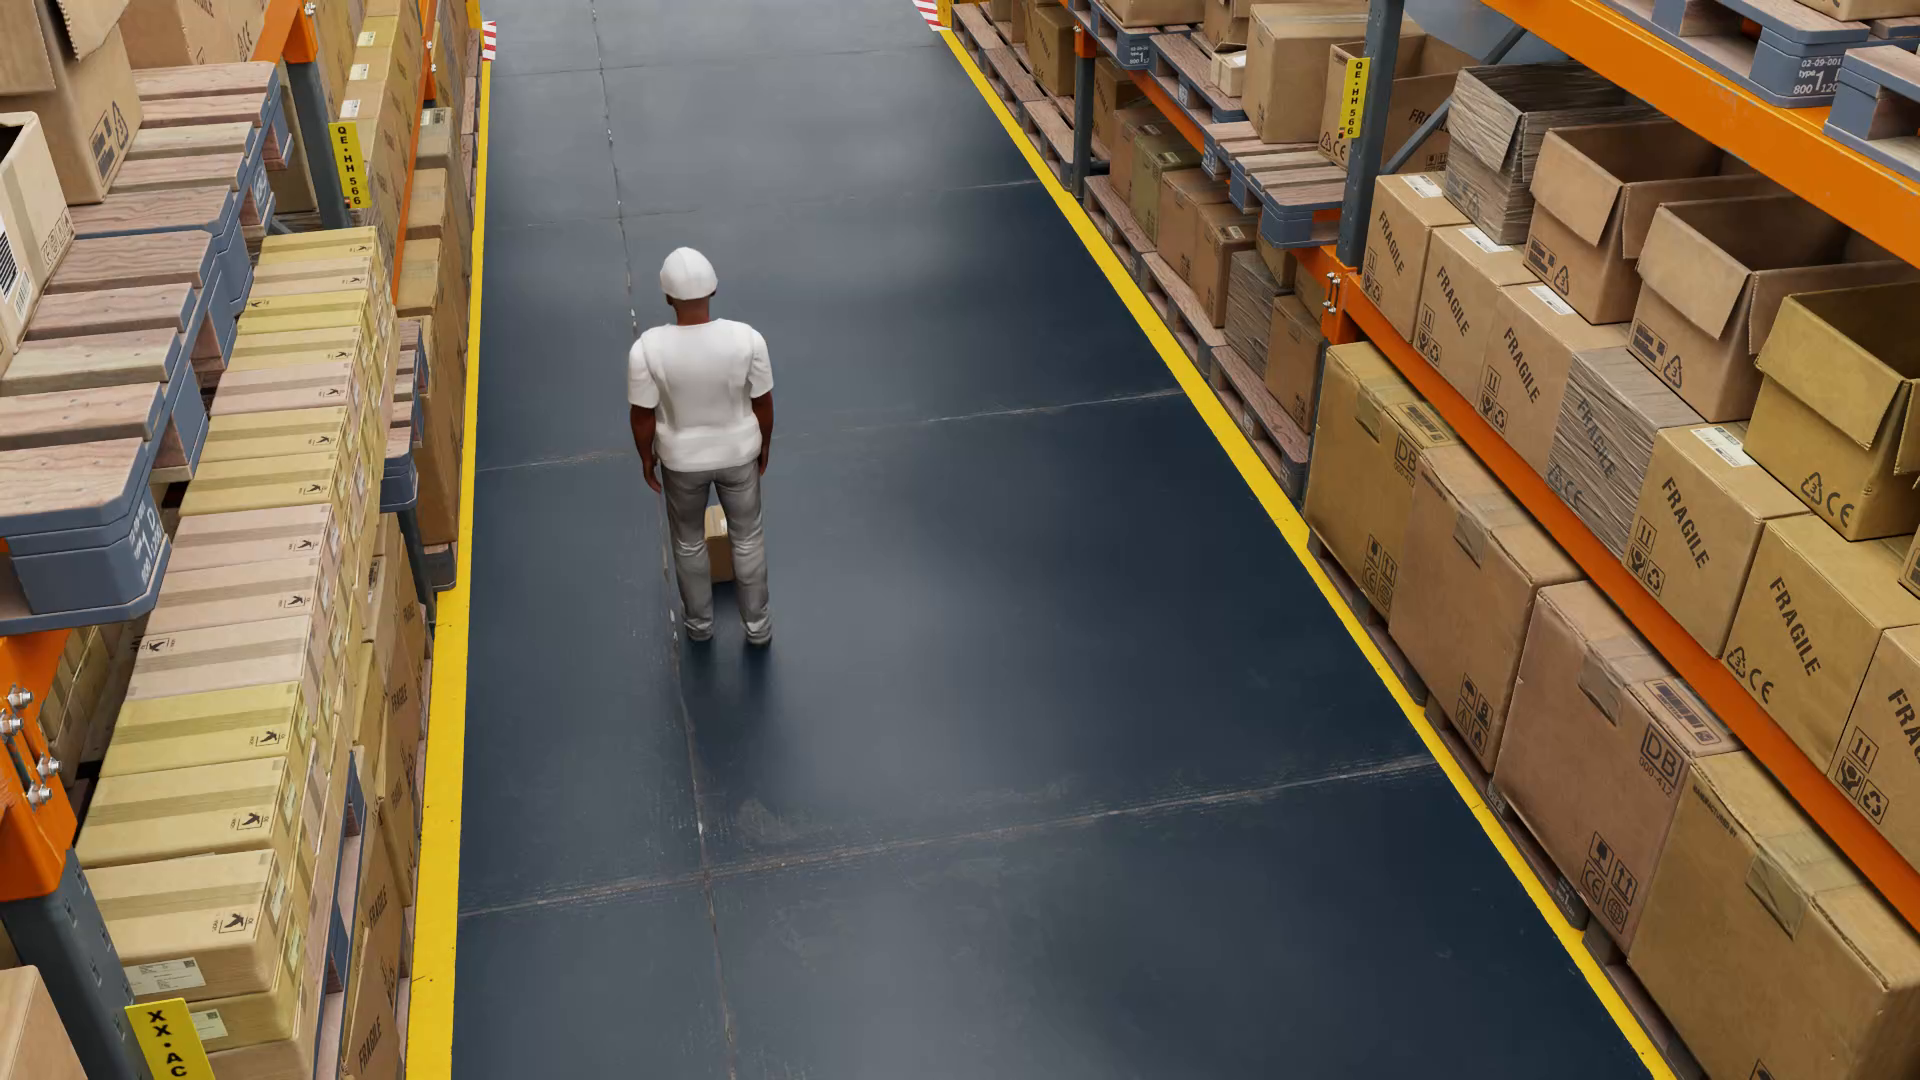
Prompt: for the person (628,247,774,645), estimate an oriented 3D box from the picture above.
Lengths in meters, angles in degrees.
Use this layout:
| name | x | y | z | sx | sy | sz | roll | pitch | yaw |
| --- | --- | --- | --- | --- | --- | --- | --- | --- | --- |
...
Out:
| name | x | y | z | sx | sy | sz | roll | pitch | yaw |
| --- | --- | --- | --- | --- | --- | --- | --- | --- | --- |
| person | -1.015 | -0.356 | 6.659 | 0.563 | 1.765 | 0.398 | -6 | 35 | -9 |
